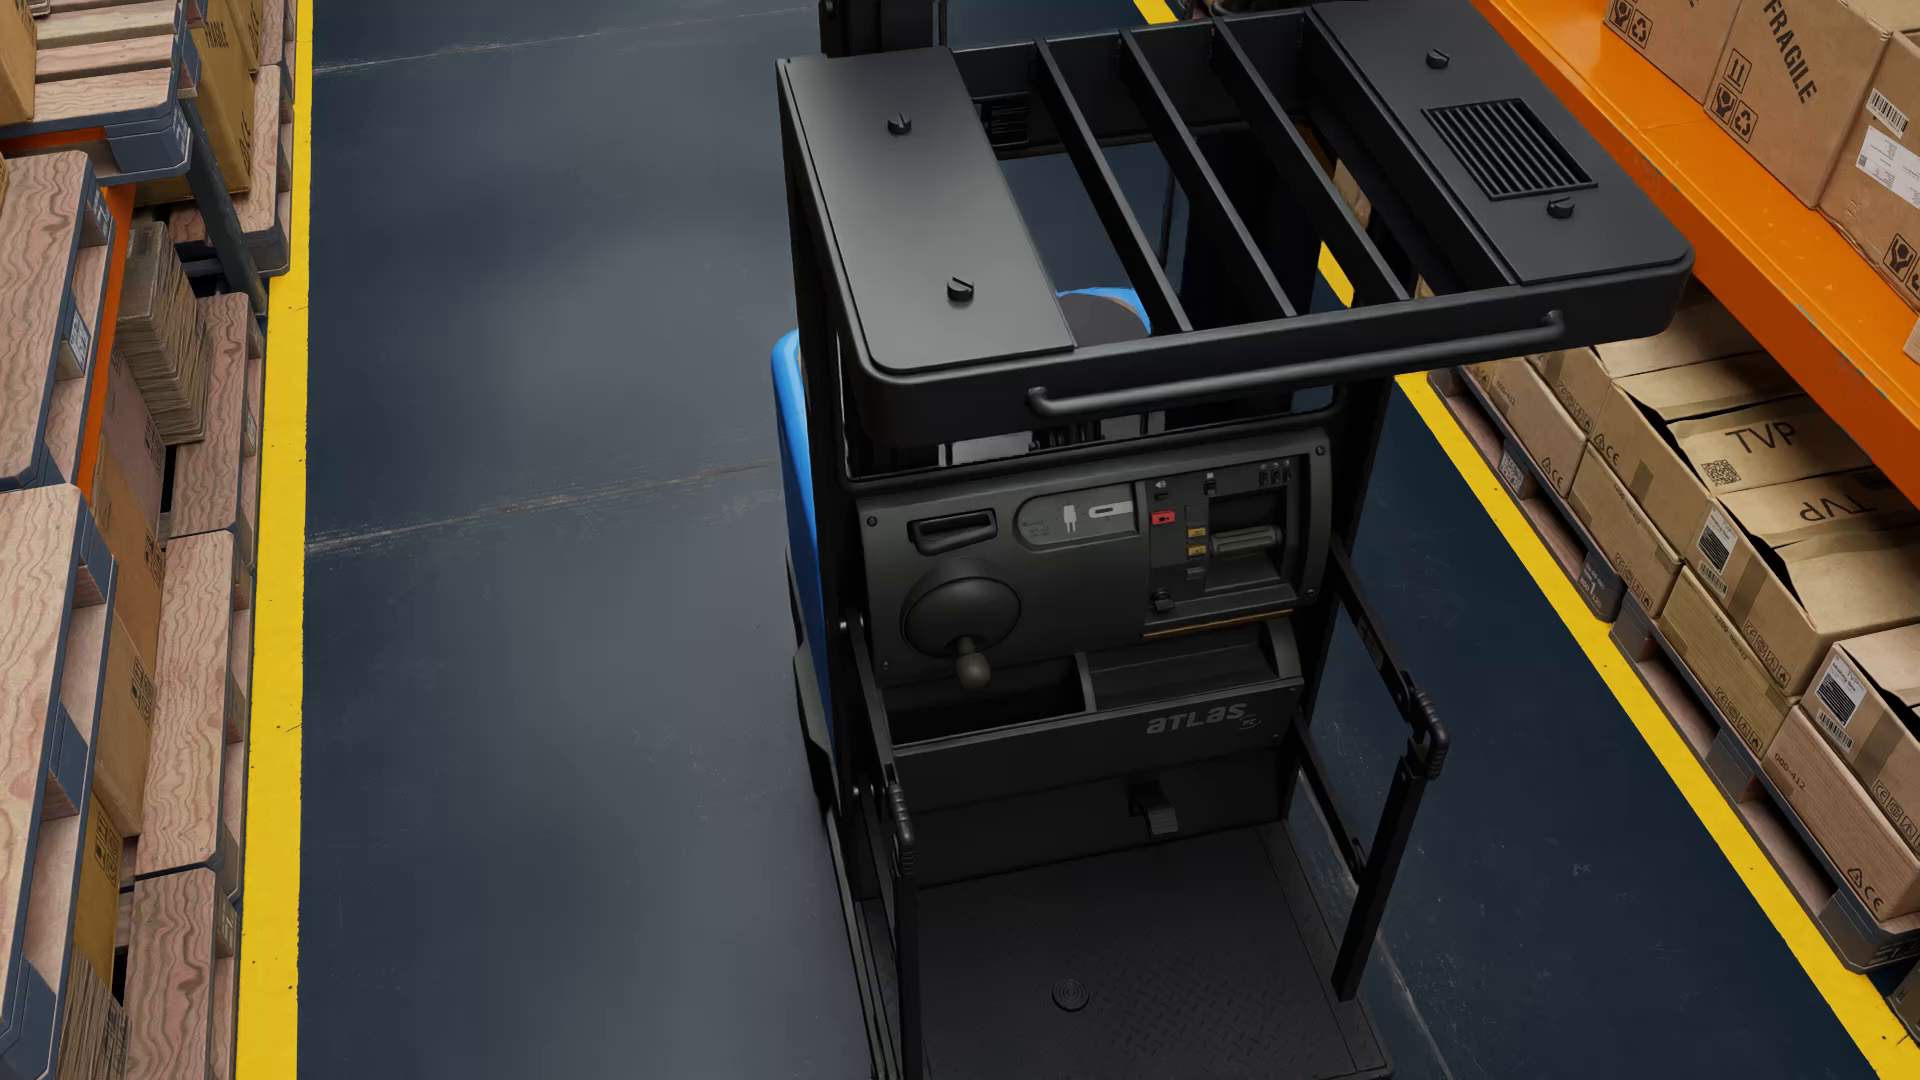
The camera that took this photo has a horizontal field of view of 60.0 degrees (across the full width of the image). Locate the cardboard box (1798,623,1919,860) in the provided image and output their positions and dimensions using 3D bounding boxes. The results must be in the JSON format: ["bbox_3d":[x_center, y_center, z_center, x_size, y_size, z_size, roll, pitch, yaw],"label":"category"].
[{"bbox_3d":[2.414,0.437,3.960,0.500,0.311,0.500,-11,47,-10],"label":"cardboard box"}]

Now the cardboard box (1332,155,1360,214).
[{"bbox_3d":[1.621,-1.486,6.237,0.500,0.250,0.500,-11,47,-10],"label":"cardboard box"}]

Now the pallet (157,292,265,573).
[{"bbox_3d":[-2.818,-0.293,5.389,1.003,0.211,1.213,-11,47,-10],"label":"pallet"}]

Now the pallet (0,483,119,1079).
[{"bbox_3d":[-2.048,0.466,2.827,1.003,0.211,1.213,-11,47,-10],"label":"pallet"}]

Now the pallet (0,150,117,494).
[{"bbox_3d":[-2.471,-0.382,3.658,1.003,0.211,1.213,-11,47,-10],"label":"pallet"}]

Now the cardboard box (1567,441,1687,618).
[{"bbox_3d":[2.149,-0.076,4.855,0.500,0.250,0.500,-10,46,-9],"label":"cardboard box"}]

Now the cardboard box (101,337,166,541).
[{"bbox_3d":[-2.763,-0.223,4.810,0.700,0.500,0.500,-11,47,-10],"label":"cardboard box"}]

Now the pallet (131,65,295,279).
[{"bbox_3d":[-3.146,-1.390,6.465,1.003,0.211,1.213,-11,47,-10],"label":"pallet"}]

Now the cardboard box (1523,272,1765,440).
[{"bbox_3d":[2.024,-0.614,4.990,0.500,0.311,0.500,-11,47,-11],"label":"cardboard box"}]

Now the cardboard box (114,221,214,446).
[{"bbox_3d":[-2.782,-0.600,5.180,0.700,0.500,0.500,-10,46,-10],"label":"cardboard box"}]

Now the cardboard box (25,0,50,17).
[{"bbox_3d":[-2.887,-1.675,4.413,0.700,0.500,0.500,-16,48,-15],"label":"cardboard box"}]

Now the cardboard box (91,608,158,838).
[{"bbox_3d":[-2.470,0.462,4.139,0.700,0.500,0.500,-10,46,-10],"label":"cardboard box"}]

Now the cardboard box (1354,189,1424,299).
[{"bbox_3d":[1.750,-1.139,5.897,0.500,0.250,0.500,-12,47,-11],"label":"cardboard box"}]

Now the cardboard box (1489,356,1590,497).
[{"bbox_3d":[2.020,-0.427,5.200,0.500,0.250,0.500,-10,46,-10],"label":"cardboard box"}]

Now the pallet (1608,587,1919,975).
[{"bbox_3d":[2.568,0.519,4.593,1.003,0.211,1.213,-11,47,-10],"label":"pallet"}]

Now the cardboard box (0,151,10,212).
[{"bbox_3d":[-2.547,-0.819,3.574,0.700,0.500,0.500,-11,47,-10],"label":"cardboard box"}]

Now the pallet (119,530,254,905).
[{"bbox_3d":[-2.510,0.548,4.565,1.003,0.211,1.213,-11,47,-10],"label":"pallet"}]

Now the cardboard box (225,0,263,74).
[{"bbox_3d":[-3.297,-2.341,6.655,0.750,0.750,0.750,-11,47,-11],"label":"cardboard box"}]

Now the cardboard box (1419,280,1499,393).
[{"bbox_3d":[1.889,-0.781,5.547,0.500,0.250,0.500,-12,47,-11],"label":"cardboard box"}]

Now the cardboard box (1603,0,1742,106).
[{"bbox_3d":[2.216,-1.596,4.644,0.500,0.500,0.500,-13,47,-12],"label":"cardboard box"}]

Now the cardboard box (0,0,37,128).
[{"bbox_3d":[-2.718,-1.294,4.040,0.700,0.500,0.500,-15,47,-14],"label":"cardboard box"}]

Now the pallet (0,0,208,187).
[{"bbox_3d":[-2.732,-1.269,4.527,1.213,0.211,1.003,-11,47,-10],"label":"pallet"}]

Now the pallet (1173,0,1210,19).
[{"bbox_3d":[1.616,-2.263,7.320,1.003,0.211,1.213,-11,47,-10],"label":"pallet"}]

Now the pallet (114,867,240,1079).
[{"bbox_3d":[-2.194,1.392,3.738,1.003,0.211,1.213,-11,47,-10],"label":"pallet"}]

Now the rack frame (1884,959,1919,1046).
[{"bbox_3d":[2.795,0.045,3.106,1.000,3.000,0.127,-11,47,-10],"label":"rack frame"}]

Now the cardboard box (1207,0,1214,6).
[{"bbox_3d":[1.304,-2.599,7.139,0.500,0.500,0.500,-9,46,-9],"label":"cardboard box"}]

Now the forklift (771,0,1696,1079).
[{"bbox_3d":[0.321,0.134,3.066,1.130,2.935,3.031,-9,46,-9],"label":"forklift"}]

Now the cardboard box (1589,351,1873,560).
[{"bbox_3d":[2.149,-0.266,4.649,0.500,0.311,0.500,-11,47,-10],"label":"cardboard box"}]

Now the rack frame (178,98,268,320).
[{"bbox_3d":[-3.017,-1.808,4.922,1.000,3.000,0.127,-11,47,-10],"label":"rack frame"}]

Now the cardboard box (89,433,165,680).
[{"bbox_3d":[-2.608,0.115,4.479,0.700,0.500,0.500,-11,47,-11],"label":"cardboard box"}]

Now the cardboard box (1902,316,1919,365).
[{"bbox_3d":[2.392,-0.481,3.716,0.396,0.266,0.258,-12,47,-11],"label":"cardboard box"}]

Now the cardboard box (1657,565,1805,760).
[{"bbox_3d":[2.280,0.278,4.509,0.500,0.250,0.500,-11,47,-11],"label":"cardboard box"}]

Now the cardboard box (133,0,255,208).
[{"bbox_3d":[-3.078,-1.735,6.061,0.750,0.750,0.750,-11,47,-11],"label":"cardboard box"}]

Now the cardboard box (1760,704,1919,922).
[{"bbox_3d":[2.408,0.627,4.166,0.500,0.250,0.500,-11,47,-11],"label":"cardboard box"}]

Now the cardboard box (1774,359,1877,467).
[{"bbox_3d":[2.673,-0.370,4.751,0.500,0.311,0.500,-12,47,-12],"label":"cardboard box"}]

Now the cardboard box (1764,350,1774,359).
[{"bbox_3d":[2.535,-0.728,5.102,0.500,0.311,0.500,-10,46,-9],"label":"cardboard box"}]

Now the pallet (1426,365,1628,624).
[{"bbox_3d":[2.252,-0.324,5.420,1.003,0.211,1.213,-11,47,-10],"label":"pallet"}]

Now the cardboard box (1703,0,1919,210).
[{"bbox_3d":[2.351,-1.233,4.288,0.500,0.500,0.500,-11,47,-10],"label":"cardboard box"}]

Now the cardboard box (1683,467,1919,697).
[{"bbox_3d":[2.275,0.079,4.311,0.500,0.311,0.500,-10,46,-9],"label":"cardboard box"}]

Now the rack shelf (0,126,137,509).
[{"bbox_3d":[-2.505,-0.176,3.826,1.077,0.370,4.000,-11,47,-10],"label":"rack shelf"}]

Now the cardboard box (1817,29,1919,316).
[{"bbox_3d":[2.479,-0.887,3.949,0.500,0.500,0.500,-8,46,-7],"label":"cardboard box"}]

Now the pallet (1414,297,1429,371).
[{"bbox_3d":[1.944,-1.165,6.244,1.003,0.211,1.213,-11,47,-10],"label":"pallet"}]

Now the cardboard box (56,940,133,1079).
[{"bbox_3d":[-2.198,1.169,3.446,0.700,0.500,0.500,-9,46,-9],"label":"cardboard box"}]

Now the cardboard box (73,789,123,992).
[{"bbox_3d":[-2.378,0.822,3.787,0.700,0.500,0.500,-12,47,-11],"label":"cardboard box"}]

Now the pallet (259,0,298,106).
[{"bbox_3d":[-3.455,-2.231,7.289,1.003,0.211,1.213,-11,47,-10],"label":"pallet"}]
